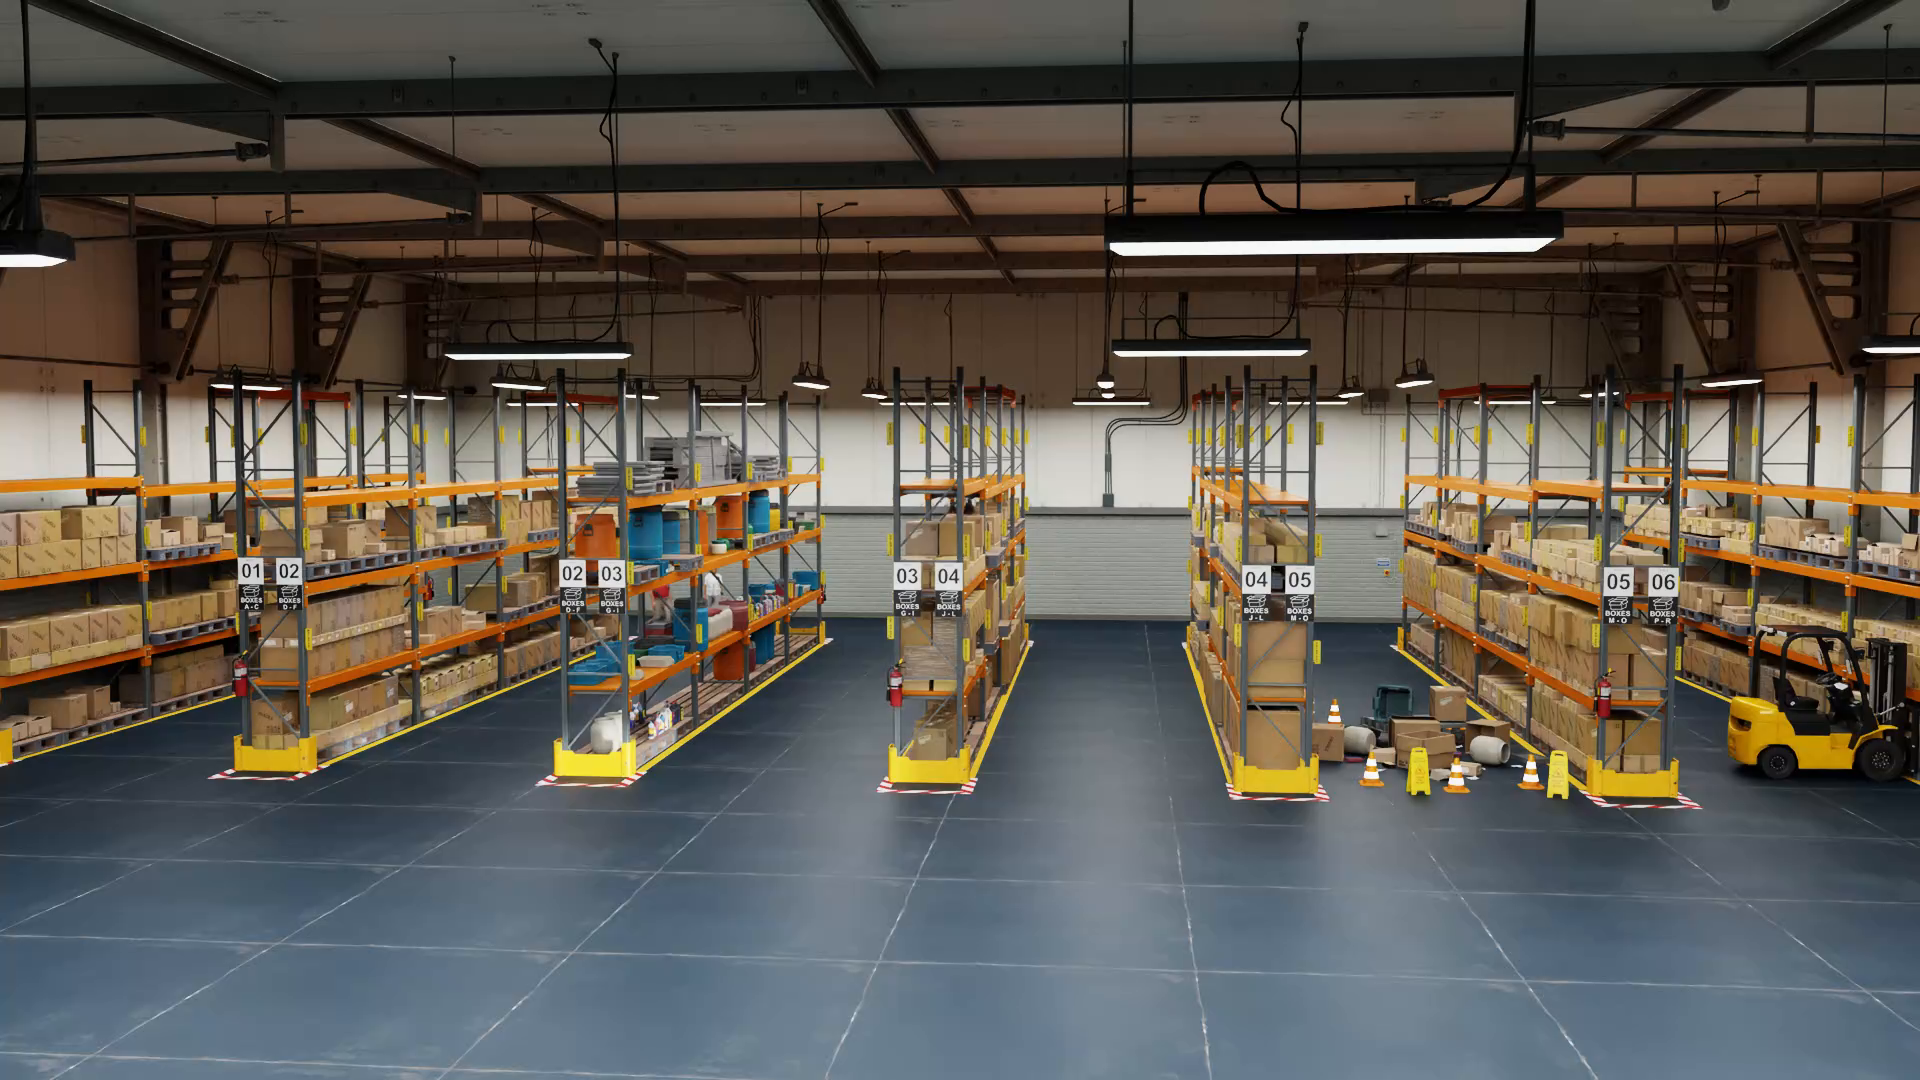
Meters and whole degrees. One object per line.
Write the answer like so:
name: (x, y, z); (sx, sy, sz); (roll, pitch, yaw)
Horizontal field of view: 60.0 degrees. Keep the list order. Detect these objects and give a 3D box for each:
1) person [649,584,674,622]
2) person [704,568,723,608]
person: (-7.492, 1.560, 41.622); (0.615, 1.689, 0.729); (-3, 5, -42)
person: (-6.462, 1.470, 43.462); (0.536, 1.675, 0.387); (0, 4, 2)
